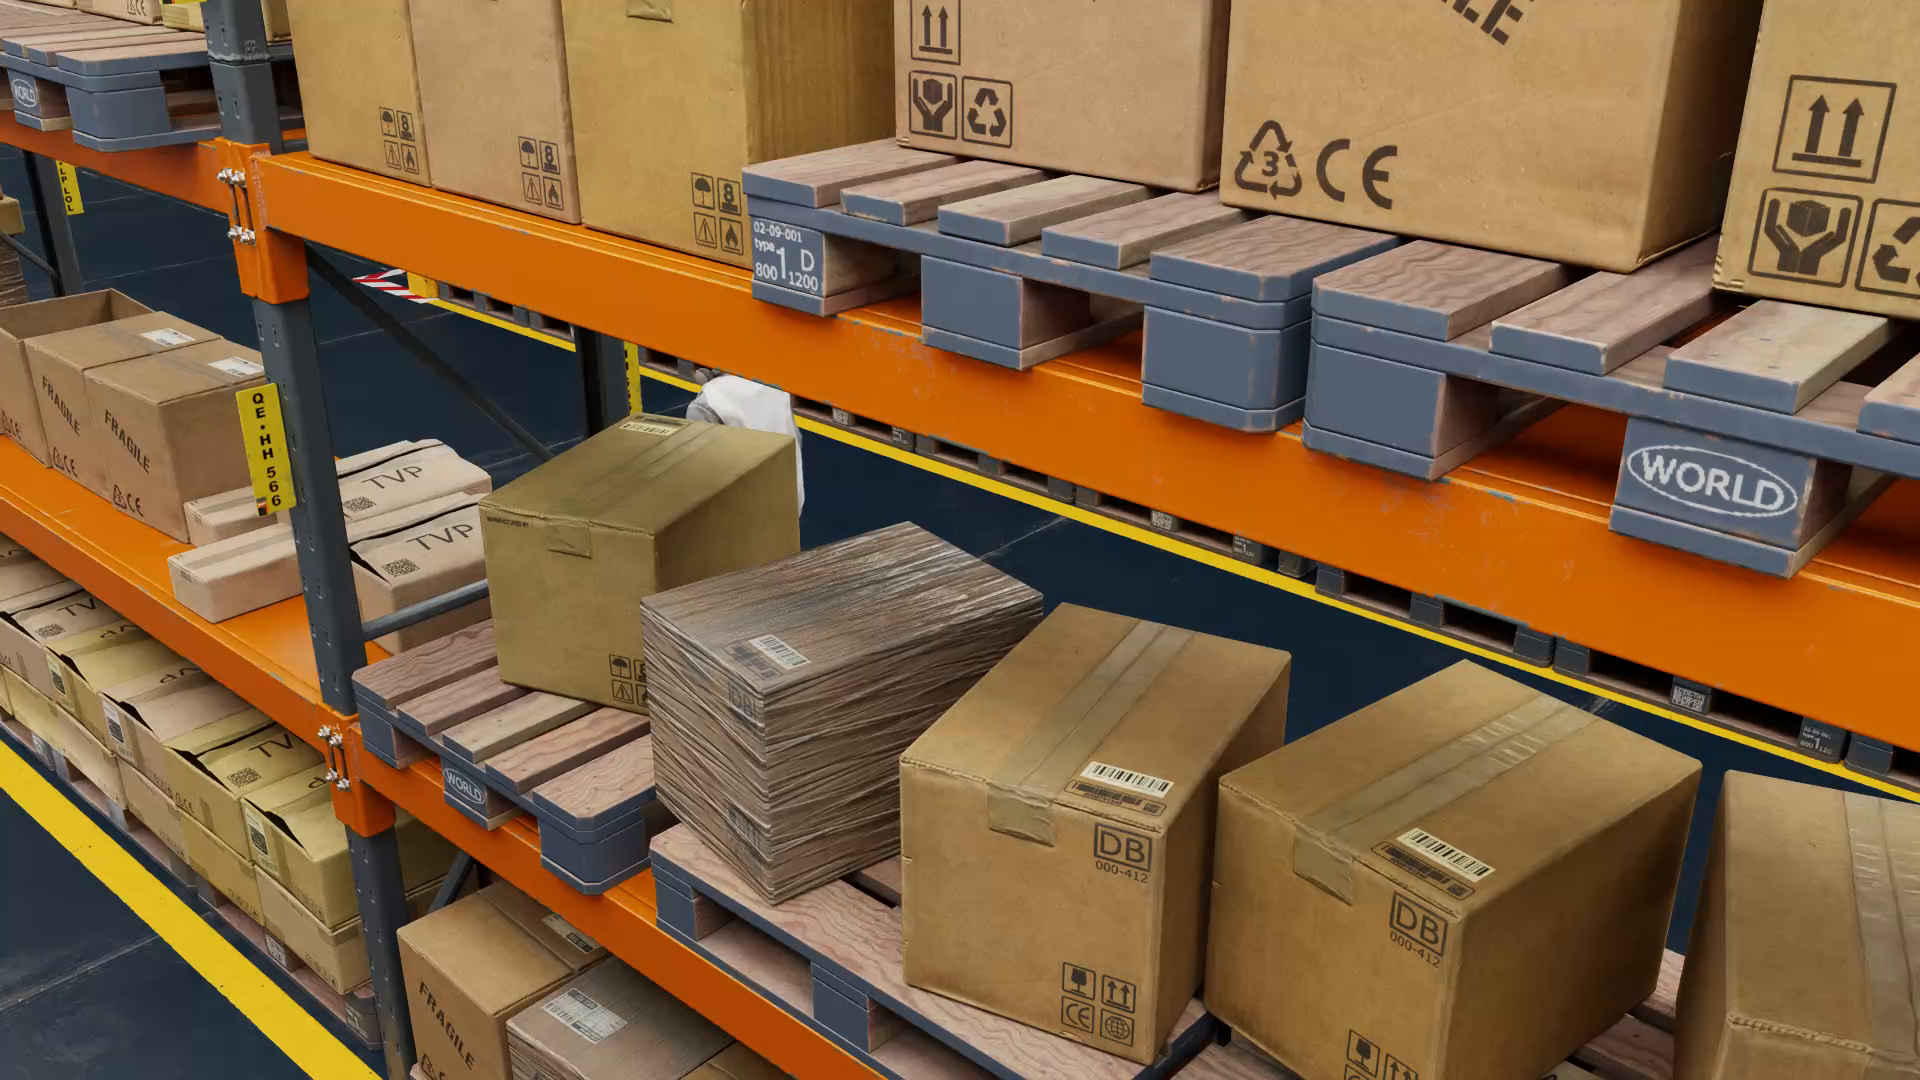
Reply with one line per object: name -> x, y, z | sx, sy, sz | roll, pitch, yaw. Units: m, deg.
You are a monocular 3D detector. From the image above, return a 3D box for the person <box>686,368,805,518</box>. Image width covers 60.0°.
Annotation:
person -> -0.888, -0.125, 6.852 | 0.466, 1.771, 0.587 | 19, 30, 37
